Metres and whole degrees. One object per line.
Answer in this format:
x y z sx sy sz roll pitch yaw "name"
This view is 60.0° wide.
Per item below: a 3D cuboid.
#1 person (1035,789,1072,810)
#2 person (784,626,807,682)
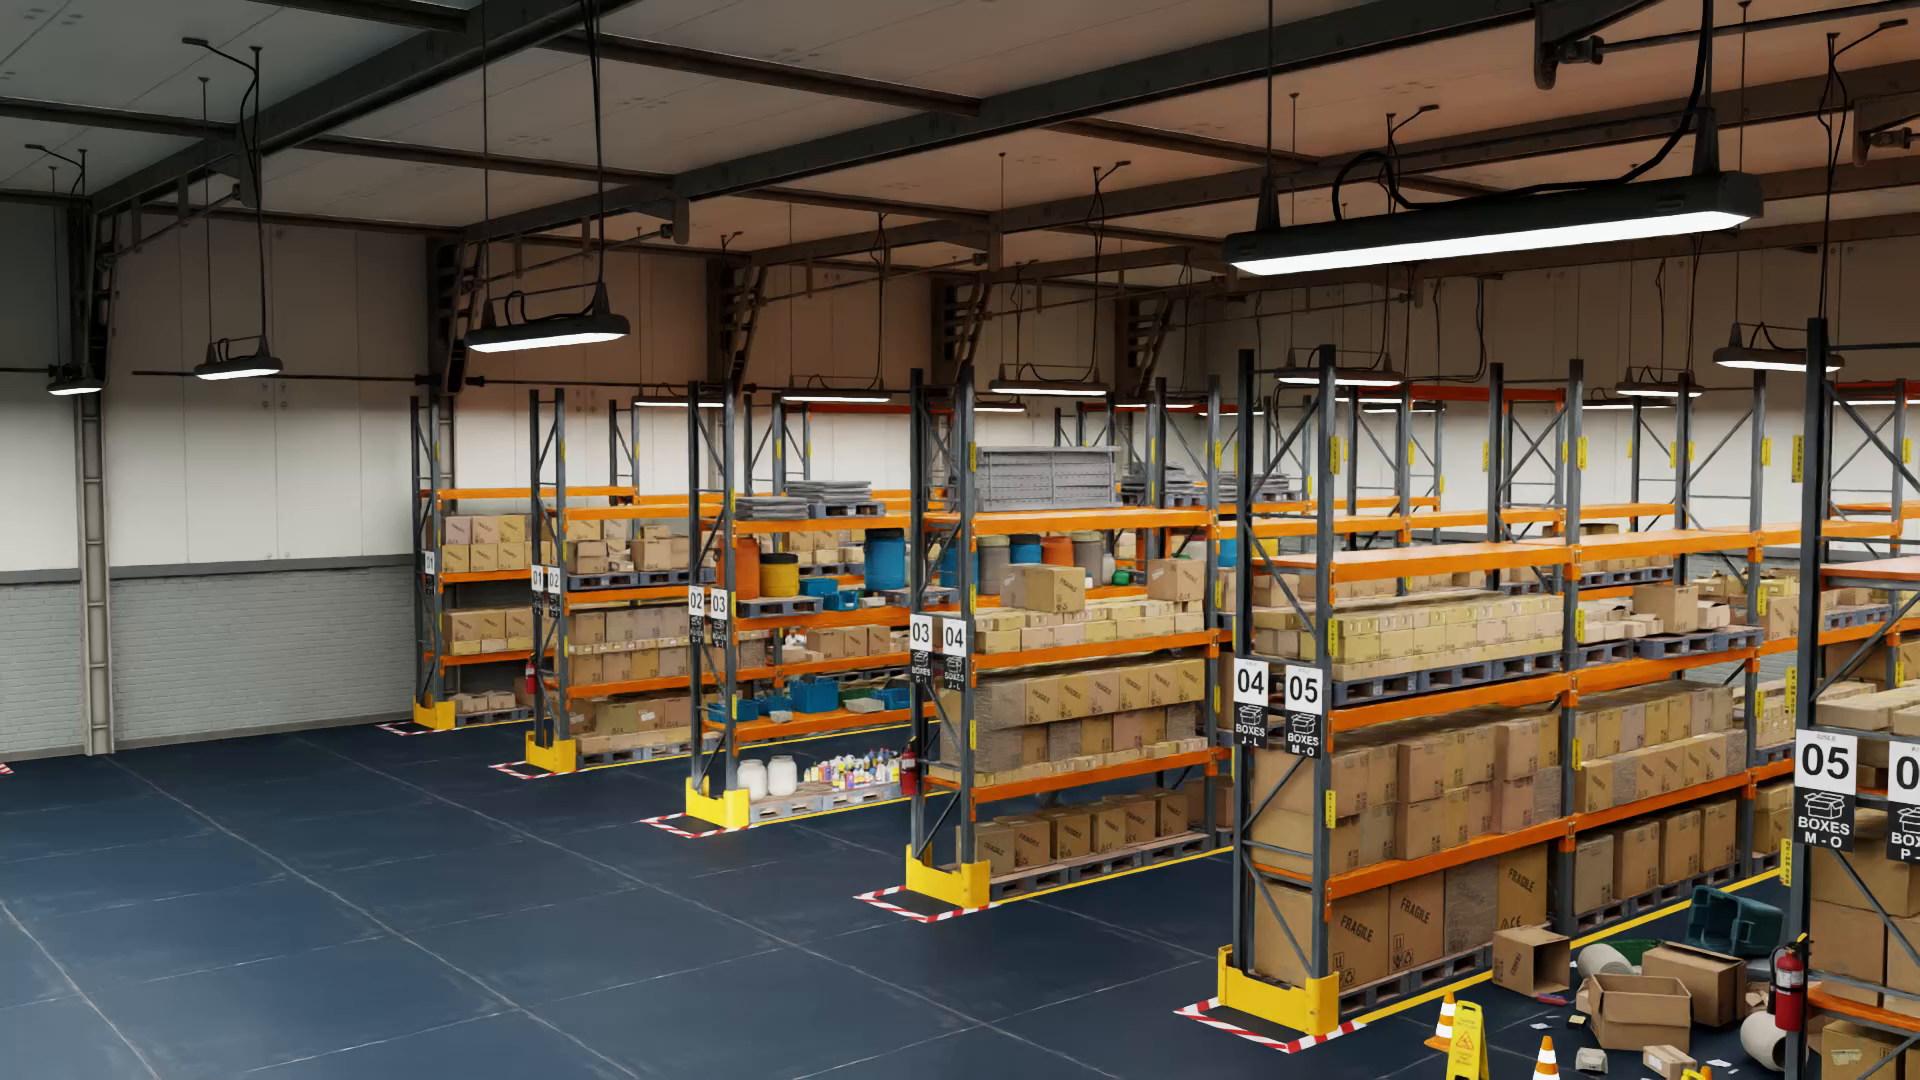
1.270 3.115 22.001 0.593 1.579 0.693 0 3 -4 "person"
-3.211 2.418 32.904 0.609 1.646 0.720 2 4 30 "person"
